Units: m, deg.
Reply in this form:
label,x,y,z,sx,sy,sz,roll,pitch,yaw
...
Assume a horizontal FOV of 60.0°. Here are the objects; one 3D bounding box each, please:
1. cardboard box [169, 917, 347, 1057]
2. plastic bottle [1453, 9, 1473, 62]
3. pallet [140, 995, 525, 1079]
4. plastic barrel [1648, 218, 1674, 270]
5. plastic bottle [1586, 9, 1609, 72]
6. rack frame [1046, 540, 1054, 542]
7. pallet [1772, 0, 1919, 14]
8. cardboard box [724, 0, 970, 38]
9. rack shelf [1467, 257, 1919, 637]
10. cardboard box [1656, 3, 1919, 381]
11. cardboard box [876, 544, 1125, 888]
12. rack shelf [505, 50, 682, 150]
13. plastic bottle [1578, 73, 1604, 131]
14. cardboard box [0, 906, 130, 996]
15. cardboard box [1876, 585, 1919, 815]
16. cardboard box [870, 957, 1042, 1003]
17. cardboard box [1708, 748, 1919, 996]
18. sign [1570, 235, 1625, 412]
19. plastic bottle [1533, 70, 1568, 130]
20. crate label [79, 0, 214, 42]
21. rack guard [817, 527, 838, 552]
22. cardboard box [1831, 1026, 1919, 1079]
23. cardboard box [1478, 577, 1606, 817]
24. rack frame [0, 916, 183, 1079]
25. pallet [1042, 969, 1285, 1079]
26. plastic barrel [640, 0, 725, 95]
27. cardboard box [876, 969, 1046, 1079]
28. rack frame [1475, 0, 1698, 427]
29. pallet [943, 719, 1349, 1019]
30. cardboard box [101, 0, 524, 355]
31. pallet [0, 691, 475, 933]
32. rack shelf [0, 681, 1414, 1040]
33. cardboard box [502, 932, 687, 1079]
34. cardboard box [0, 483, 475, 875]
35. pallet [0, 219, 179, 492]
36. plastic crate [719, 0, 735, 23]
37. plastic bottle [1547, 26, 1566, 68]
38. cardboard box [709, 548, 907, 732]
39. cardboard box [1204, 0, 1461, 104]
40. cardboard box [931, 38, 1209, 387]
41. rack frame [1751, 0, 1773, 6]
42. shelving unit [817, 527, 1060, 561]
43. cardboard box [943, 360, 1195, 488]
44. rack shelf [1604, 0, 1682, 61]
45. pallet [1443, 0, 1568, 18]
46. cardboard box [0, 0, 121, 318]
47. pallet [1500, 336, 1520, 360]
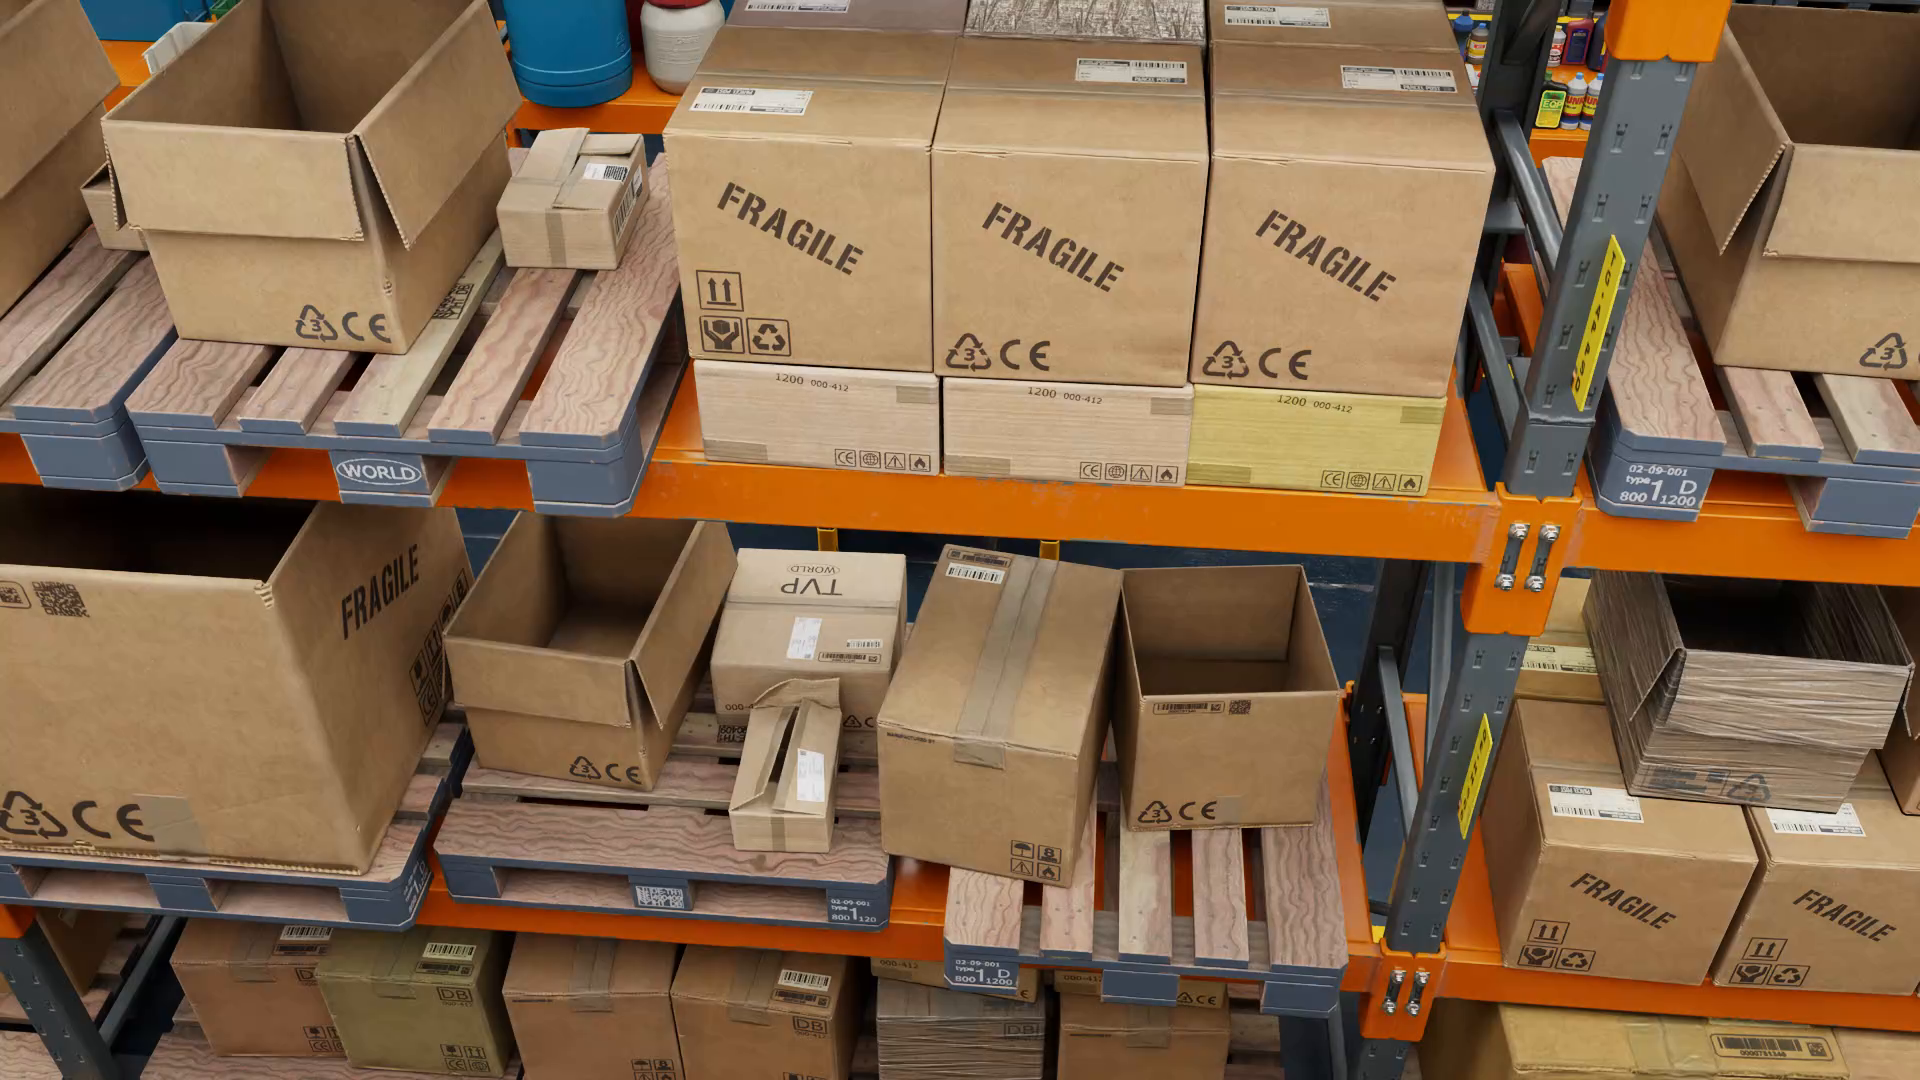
label,x,y,z,sx,sy,sz,roll,pitch,yaw
cardboard box,-2.149,1.252,5.467,0.500,0.500,0.700,0,39,0
plastic bottle,2.631,-2.646,8.727,0.097,0.271,0.097,0,39,0
pallet,-1.983,1.529,5.704,1.213,0.211,1.003,3,39,4
plastic barrel,3.838,-1.637,9.023,0.421,0.512,0.421,0,39,0
plastic bottle,3.387,-2.621,8.633,0.185,0.351,0.144,3,39,4
rack frame,0.421,-0.559,7.248,0.032,1.500,0.500,3,39,4
pallet,6.754,-4.269,12.827,1.213,0.211,1.003,3,39,4
cardboard box,-0.226,-1.012,3.766,0.500,0.500,0.500,2,39,3
rack shelf,3.219,-0.151,3.753,4.000,0.370,1.077,3,39,4
cardboard box,1.840,-0.754,3.510,0.637,0.503,0.797,5,39,6
cardboard box,0.120,0.451,4.408,0.500,0.500,0.700,9,40,10
rack shelf,-0.339,-2.321,8.795,4.000,0.370,1.077,3,39,4
plastic bottle,3.091,-2.140,8.105,0.097,0.271,0.097,0,39,0
cardboard box,-3.154,1.166,5.589,0.500,0.500,0.500,2,39,2
cardboard box,2.602,0.284,4.152,0.637,0.503,0.797,4,39,5
cardboard box,0.027,1.092,5.070,0.500,0.250,0.500,7,40,9
cardboard box,2.201,0.810,4.300,0.500,0.500,0.500,2,39,3
sign,1.178,-0.399,3.078,0.005,0.325,0.100,3,39,4
plastic bottle,2.877,-2.145,8.102,0.133,0.283,0.061,3,39,4
crate label,-4.459,-3.010,9.044,0.616,0.435,0.502,3,39,4
rack guard,-0.572,-0.128,7.710,0.087,0.250,0.587,3,39,4
cardboard box,2.800,1.389,5.017,0.875,0.875,1.225,3,39,4
cardboard box,1.739,0.456,4.734,0.500,0.500,0.500,4,39,5
rack frame,-2.759,0.406,4.875,0.127,3.000,1.000,3,39,4
pallet,0.448,1.662,5.541,1.213,0.211,1.003,3,39,4
plastic barrel,-1.397,-2.571,8.425,0.433,0.535,0.433,0,39,0
cardboard box,0.003,1.377,5.314,0.500,0.500,0.700,0,39,0
rack frame,1.226,-1.703,2.713,0.127,3.000,1.000,3,39,4
pallet,0.507,0.727,4.633,1.003,0.211,1.213,3,39,4
cardboard box,-1.360,-0.821,3.592,0.637,0.503,0.797,5,39,6
pallet,-2.010,0.614,4.772,1.213,0.211,1.003,3,39,4
rack shelf,-0.766,0.794,4.968,4.000,0.370,1.077,3,39,4
cardboard box,-1.118,1.320,5.384,0.500,0.500,0.700,0,39,0
cardboard box,-1.979,0.142,4.391,1.000,1.000,1.000,3,39,4
pallet,-2.153,-0.584,3.864,1.003,0.211,1.213,3,39,4
plastic crate,-1.206,-2.838,8.873,0.575,0.384,0.392,3,39,4
plastic bottle,3.116,-2.593,8.717,0.097,0.201,0.097,0,39,0
cardboard box,-0.424,0.283,4.812,0.500,0.250,0.500,2,39,3
cardboard box,0.780,-0.959,3.701,0.500,0.500,0.500,3,39,4
cardboard box,0.218,-0.662,3.335,0.500,0.500,0.500,3,39,4
rack frame,6.070,-5.388,11.993,0.127,3.000,1.000,3,39,4
shelving unit,-0.076,-0.586,7.282,1.083,1.500,0.587,3,39,4
cardboard box,0.236,-0.371,3.573,0.500,0.250,0.500,3,39,4
rack shelf,-0.766,-1.377,3.200,4.000,0.370,1.077,3,39,4
pallet,4.037,-4.392,12.979,1.213,0.211,1.003,3,39,4
cardboard box,-2.299,-0.872,3.655,0.637,0.503,0.797,1,39,2
pallet,2.443,-1.393,9.294,1.213,0.211,1.003,3,39,4
